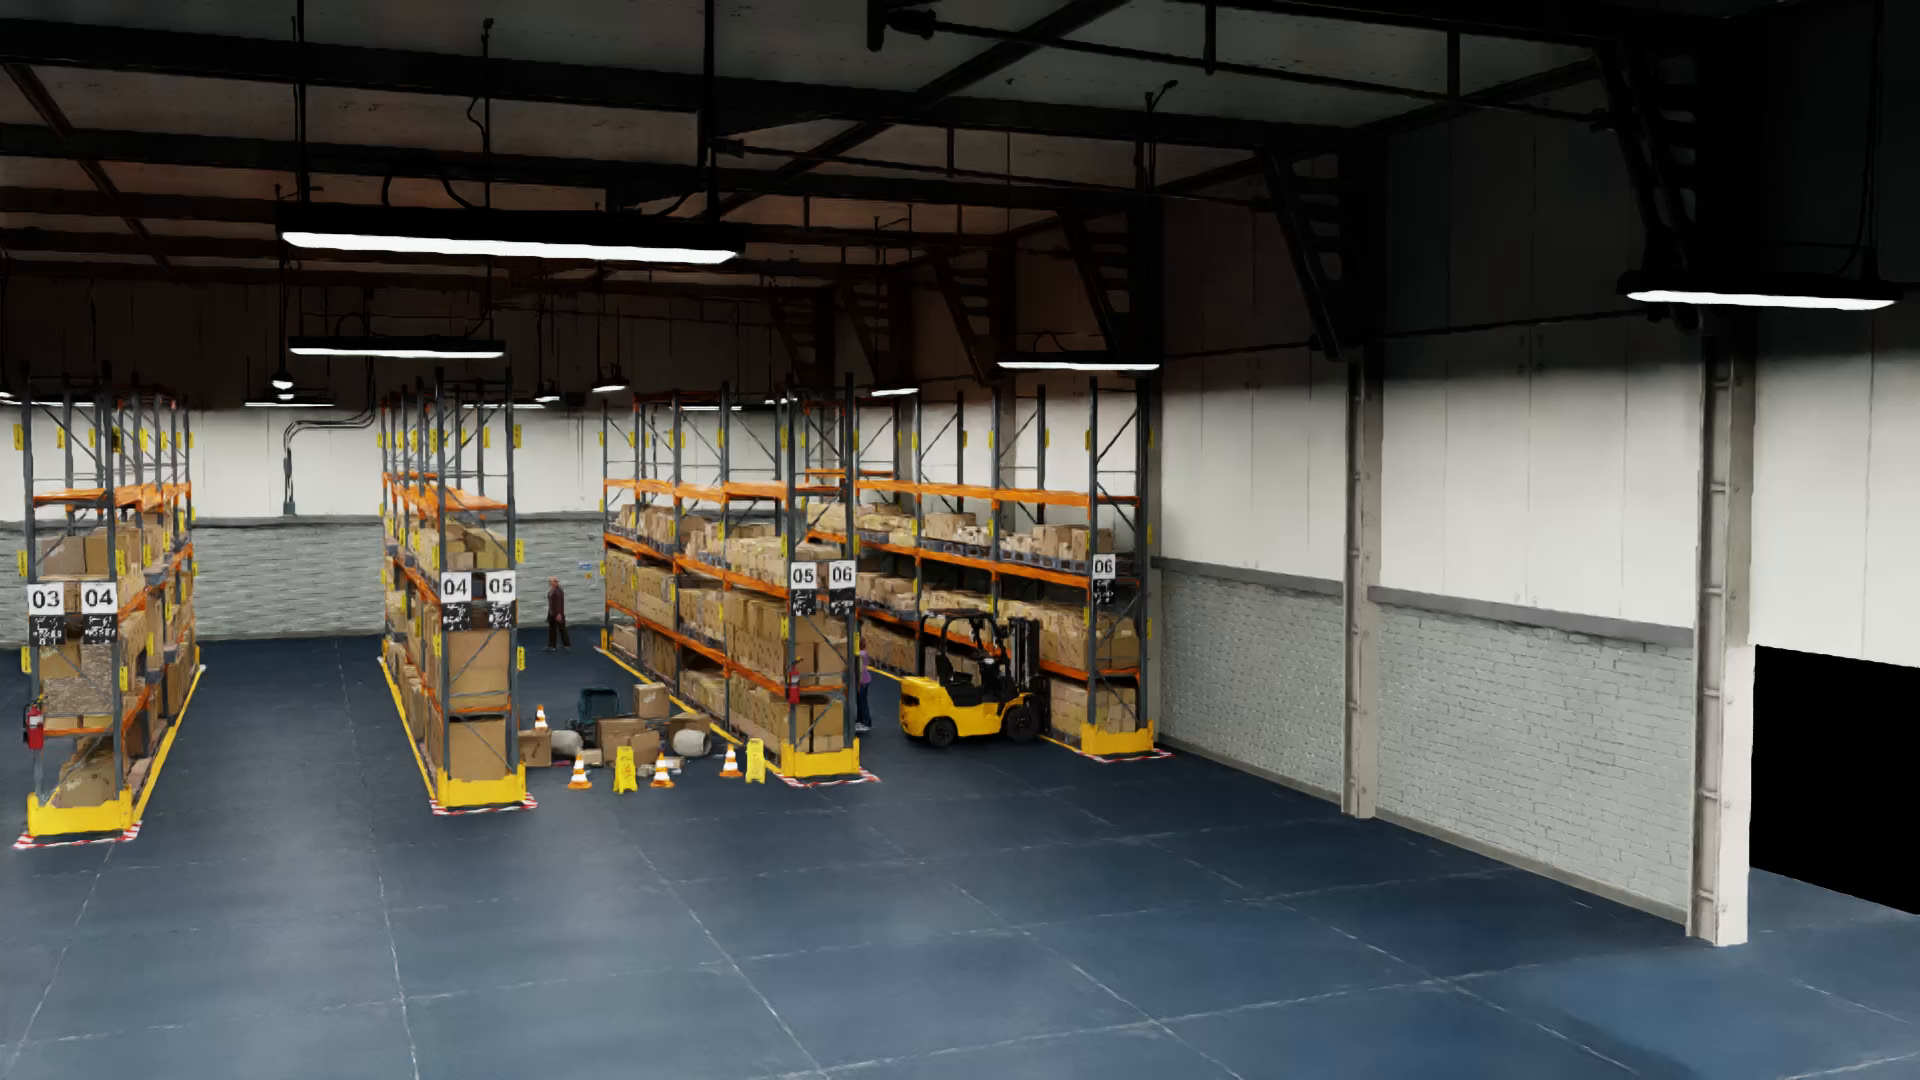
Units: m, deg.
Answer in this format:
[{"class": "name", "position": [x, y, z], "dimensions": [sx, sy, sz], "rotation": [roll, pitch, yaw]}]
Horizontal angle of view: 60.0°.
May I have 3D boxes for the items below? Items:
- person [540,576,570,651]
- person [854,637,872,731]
[{"class": "person", "position": [-9.578, 1.748, 39.449], "dimensions": [0.616, 1.779, 0.688], "rotation": [-3, 5, -41]}, {"class": "person", "position": [-1.734, 2.490, 28.669], "dimensions": [0.452, 1.557, 0.465], "rotation": [1, 4, 13]}]
